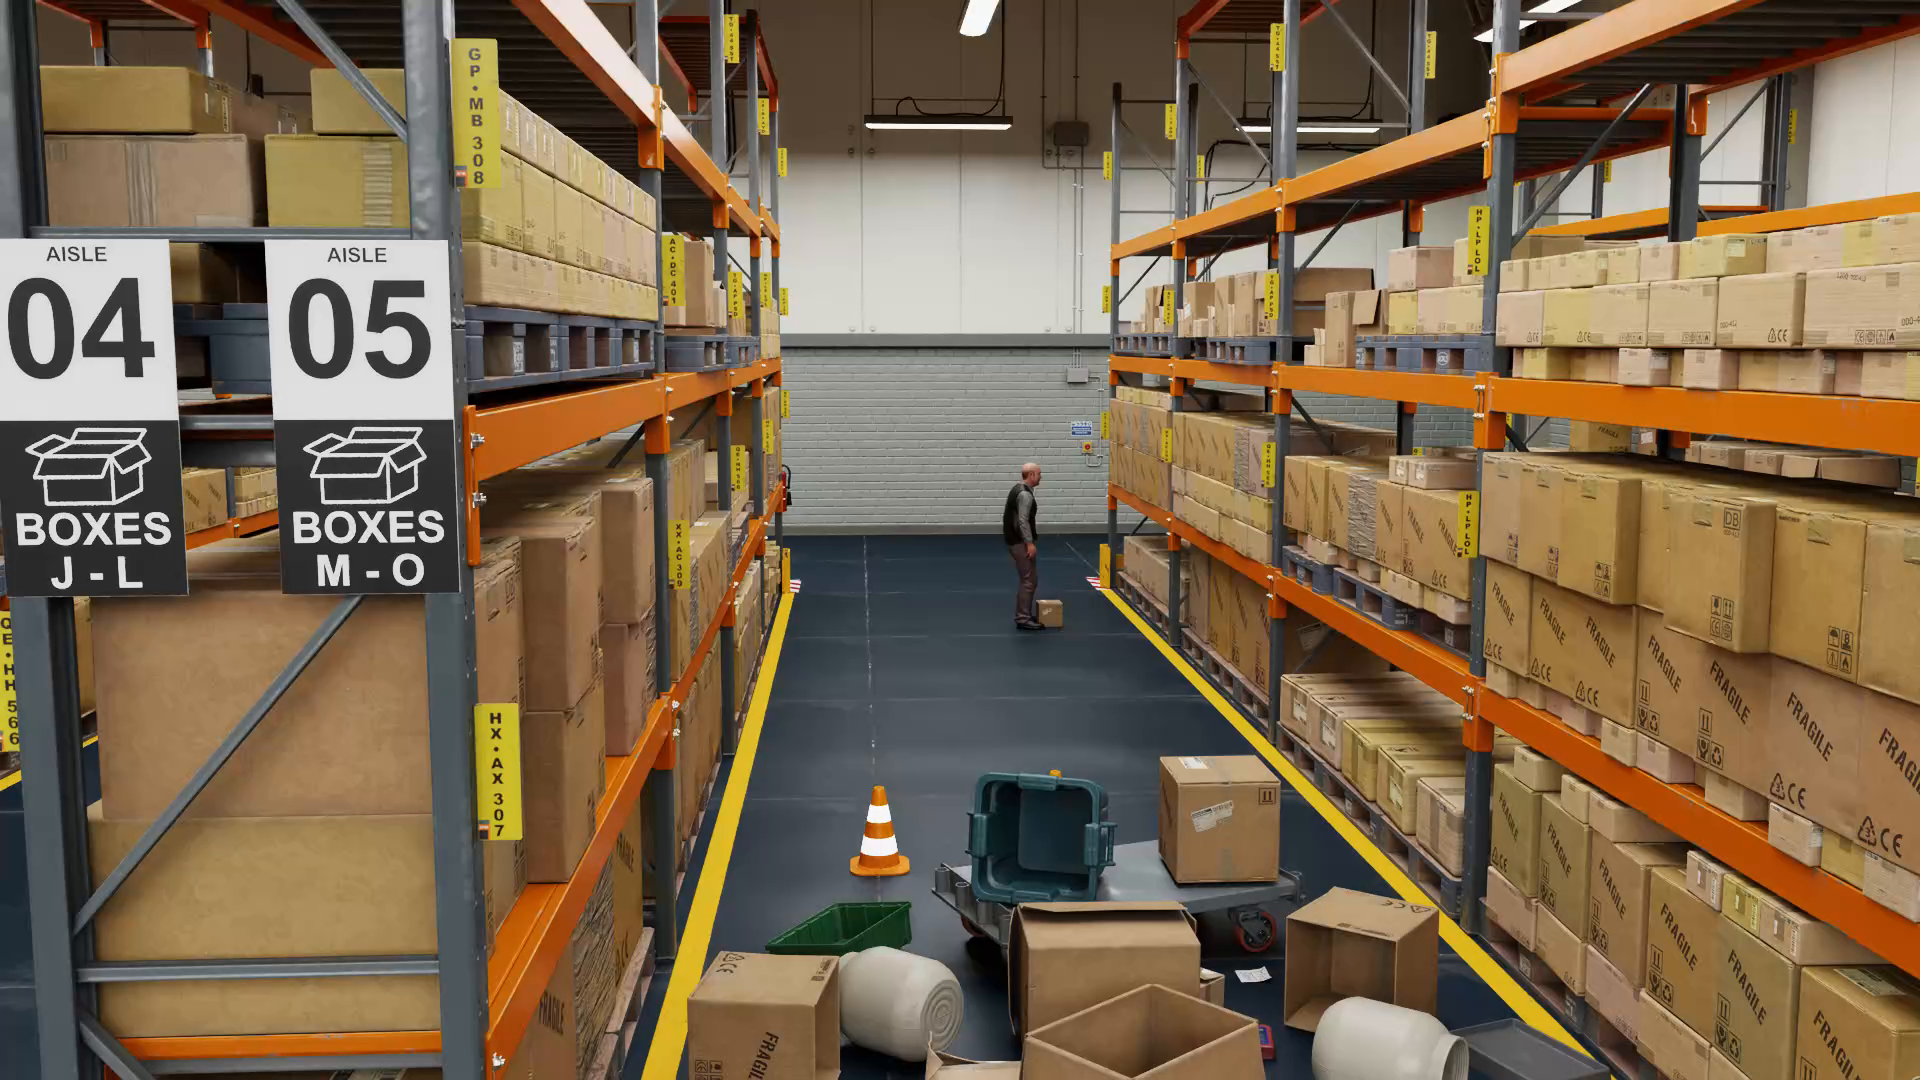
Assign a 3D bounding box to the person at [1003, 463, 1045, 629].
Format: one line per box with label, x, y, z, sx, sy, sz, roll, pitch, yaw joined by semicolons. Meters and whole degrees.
person;0.683;0.049;17.430;0.463;1.721;0.581;0;7;-3
